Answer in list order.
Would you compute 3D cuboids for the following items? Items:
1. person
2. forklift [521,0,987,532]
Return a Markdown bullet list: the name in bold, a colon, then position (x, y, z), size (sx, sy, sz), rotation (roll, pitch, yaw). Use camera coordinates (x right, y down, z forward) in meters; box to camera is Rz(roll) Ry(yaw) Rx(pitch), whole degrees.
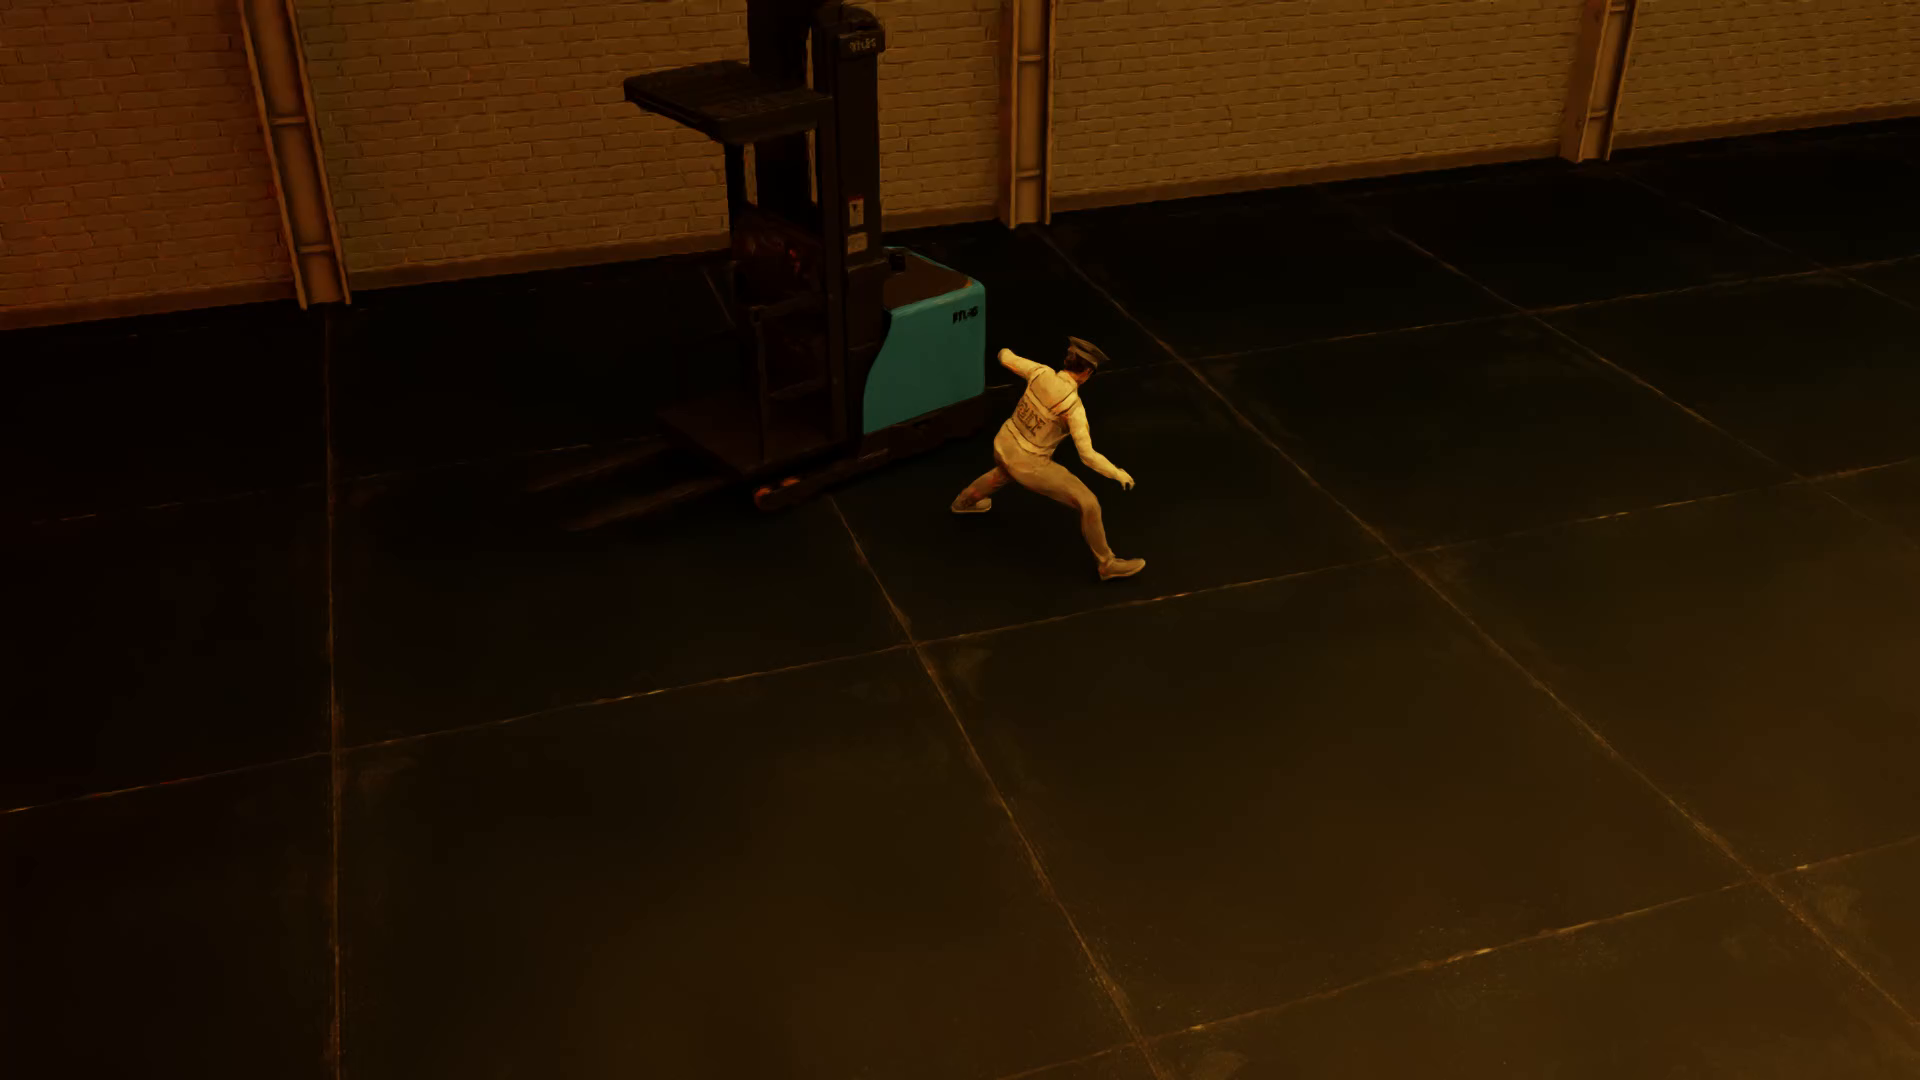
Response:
- **person**: position (0.506, -0.555, 9.609), size (0.718, 1.393, 1.232), rotation (-13, 32, -21)
- **forklift**: position (-1.285, -1.731, 10.096), size (3.031, 2.935, 1.130), rotation (-22, 36, -33)
